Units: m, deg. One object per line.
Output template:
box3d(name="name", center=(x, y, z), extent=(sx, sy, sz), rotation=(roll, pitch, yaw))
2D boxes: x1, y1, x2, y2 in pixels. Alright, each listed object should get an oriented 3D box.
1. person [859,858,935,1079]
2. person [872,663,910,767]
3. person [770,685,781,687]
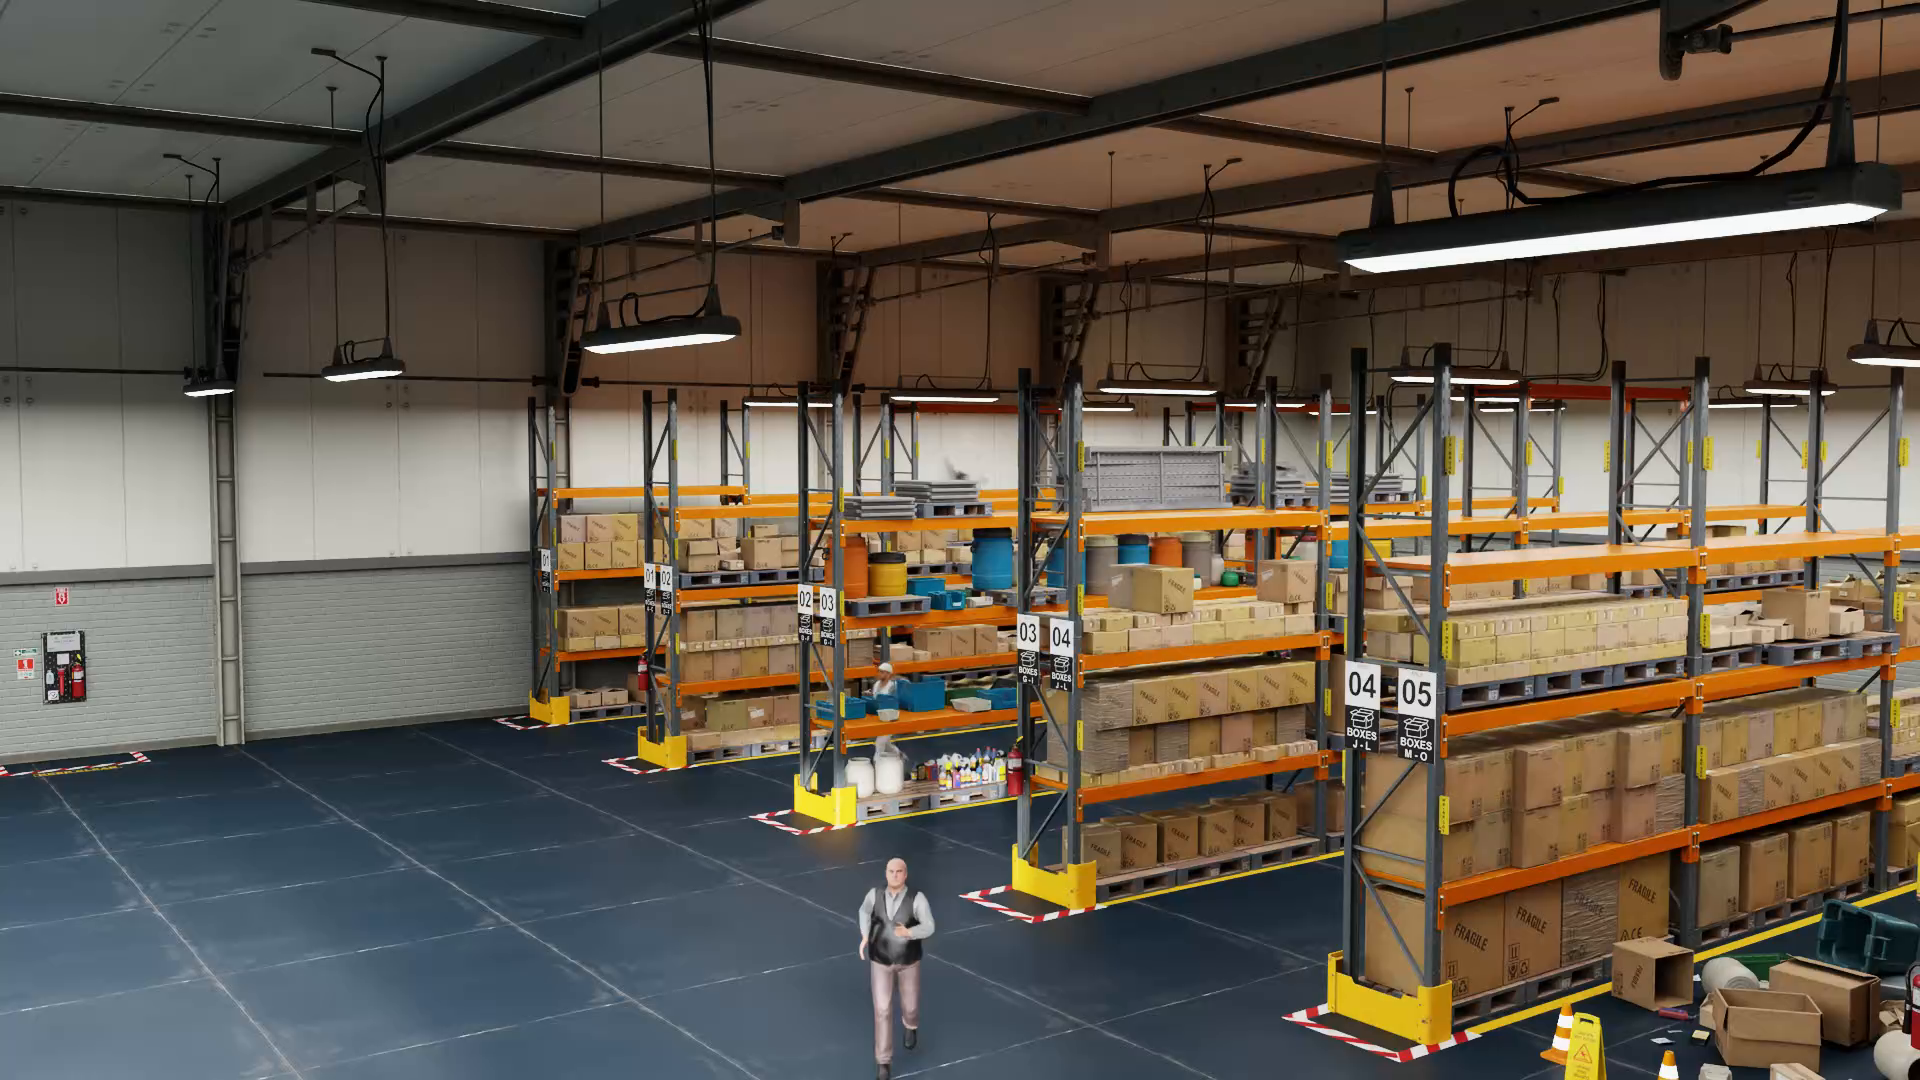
box3d(name="person", center=(-0.529, 3.471, 13.667), extent=(0.655, 1.712, 0.963), rotation=(0, 3, 3))
box3d(name="person", center=(-1.138, 2.756, 25.258), extent=(0.987, 1.786, 0.656), rotation=(-3, 4, -41))
box3d(name="person", center=(-3.296, 2.476, 30.115), extent=(0.765, 1.832, 0.632), rotation=(-3, 5, -42))
